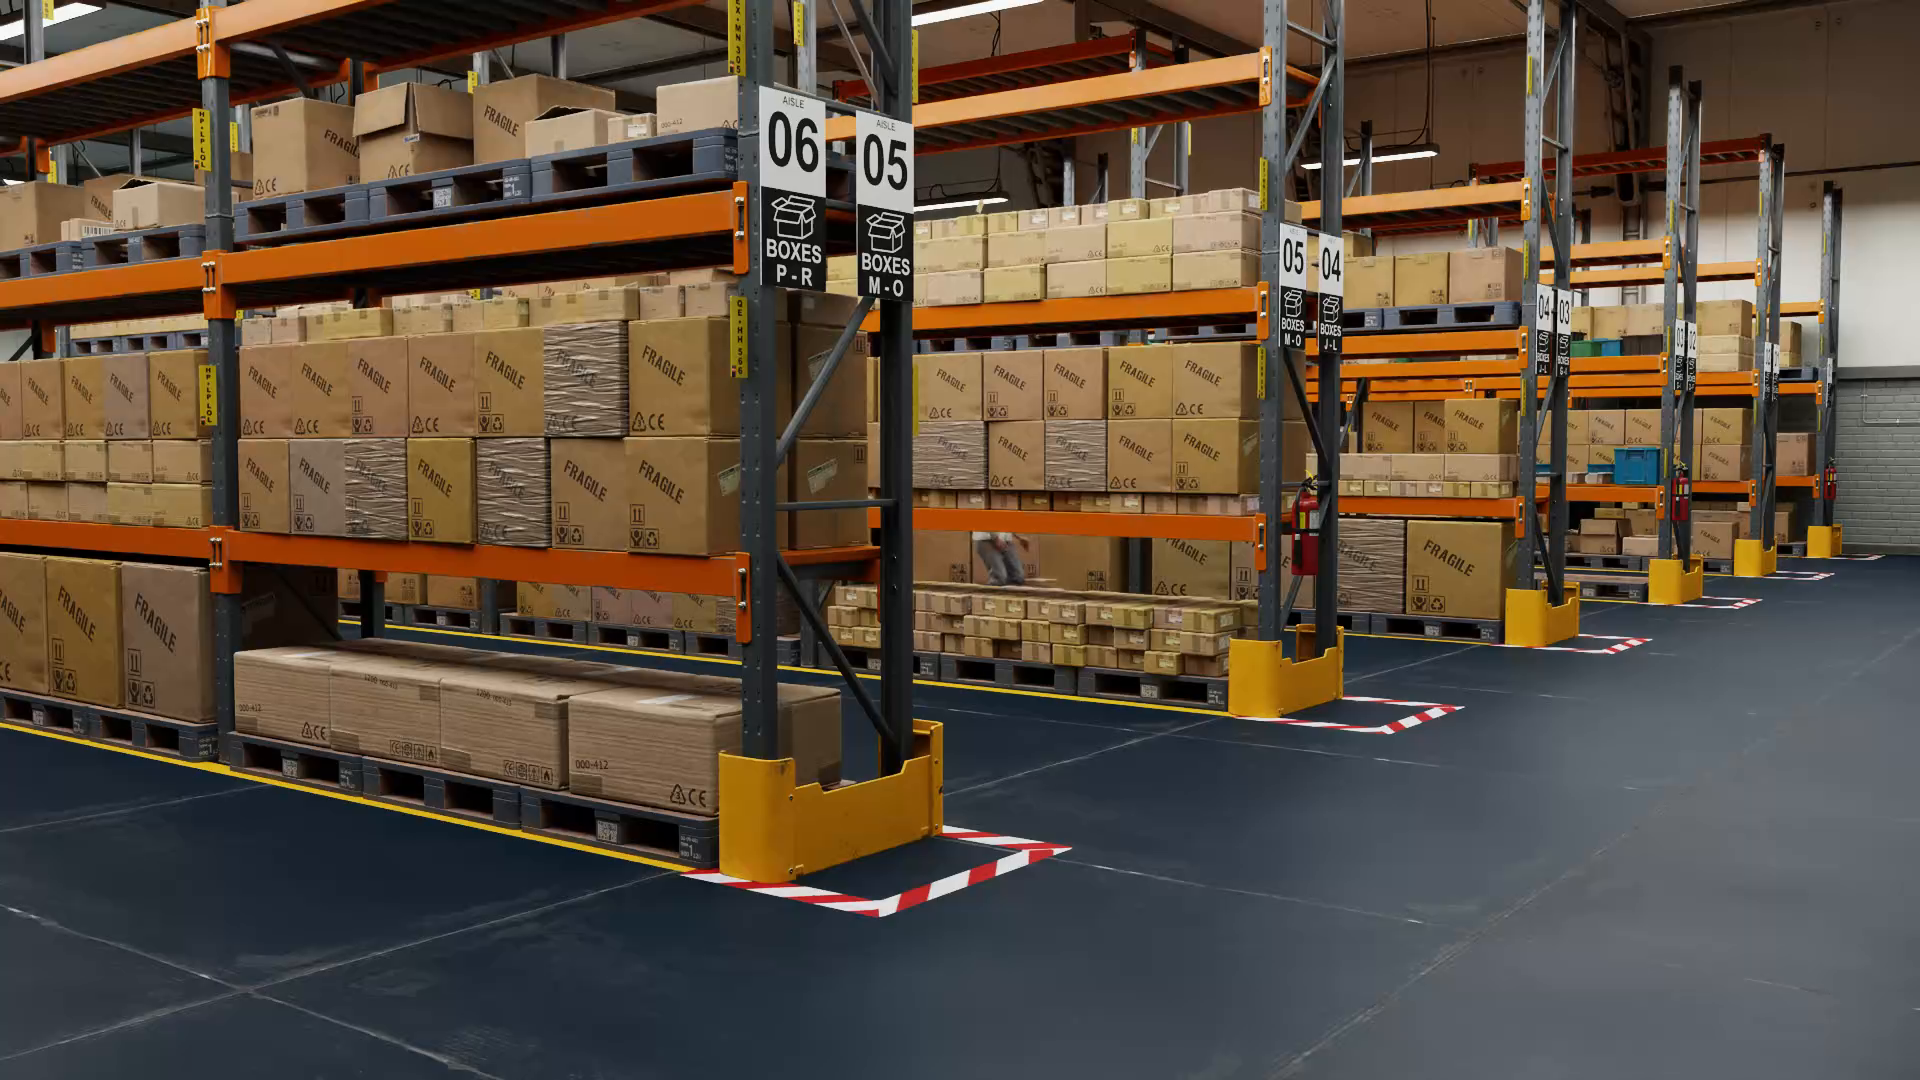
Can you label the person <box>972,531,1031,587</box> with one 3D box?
[{"bbox_3d":[0.431,0.002,16.767,0.559,1.665,0.574,2,4,37],"label":"person"}]
